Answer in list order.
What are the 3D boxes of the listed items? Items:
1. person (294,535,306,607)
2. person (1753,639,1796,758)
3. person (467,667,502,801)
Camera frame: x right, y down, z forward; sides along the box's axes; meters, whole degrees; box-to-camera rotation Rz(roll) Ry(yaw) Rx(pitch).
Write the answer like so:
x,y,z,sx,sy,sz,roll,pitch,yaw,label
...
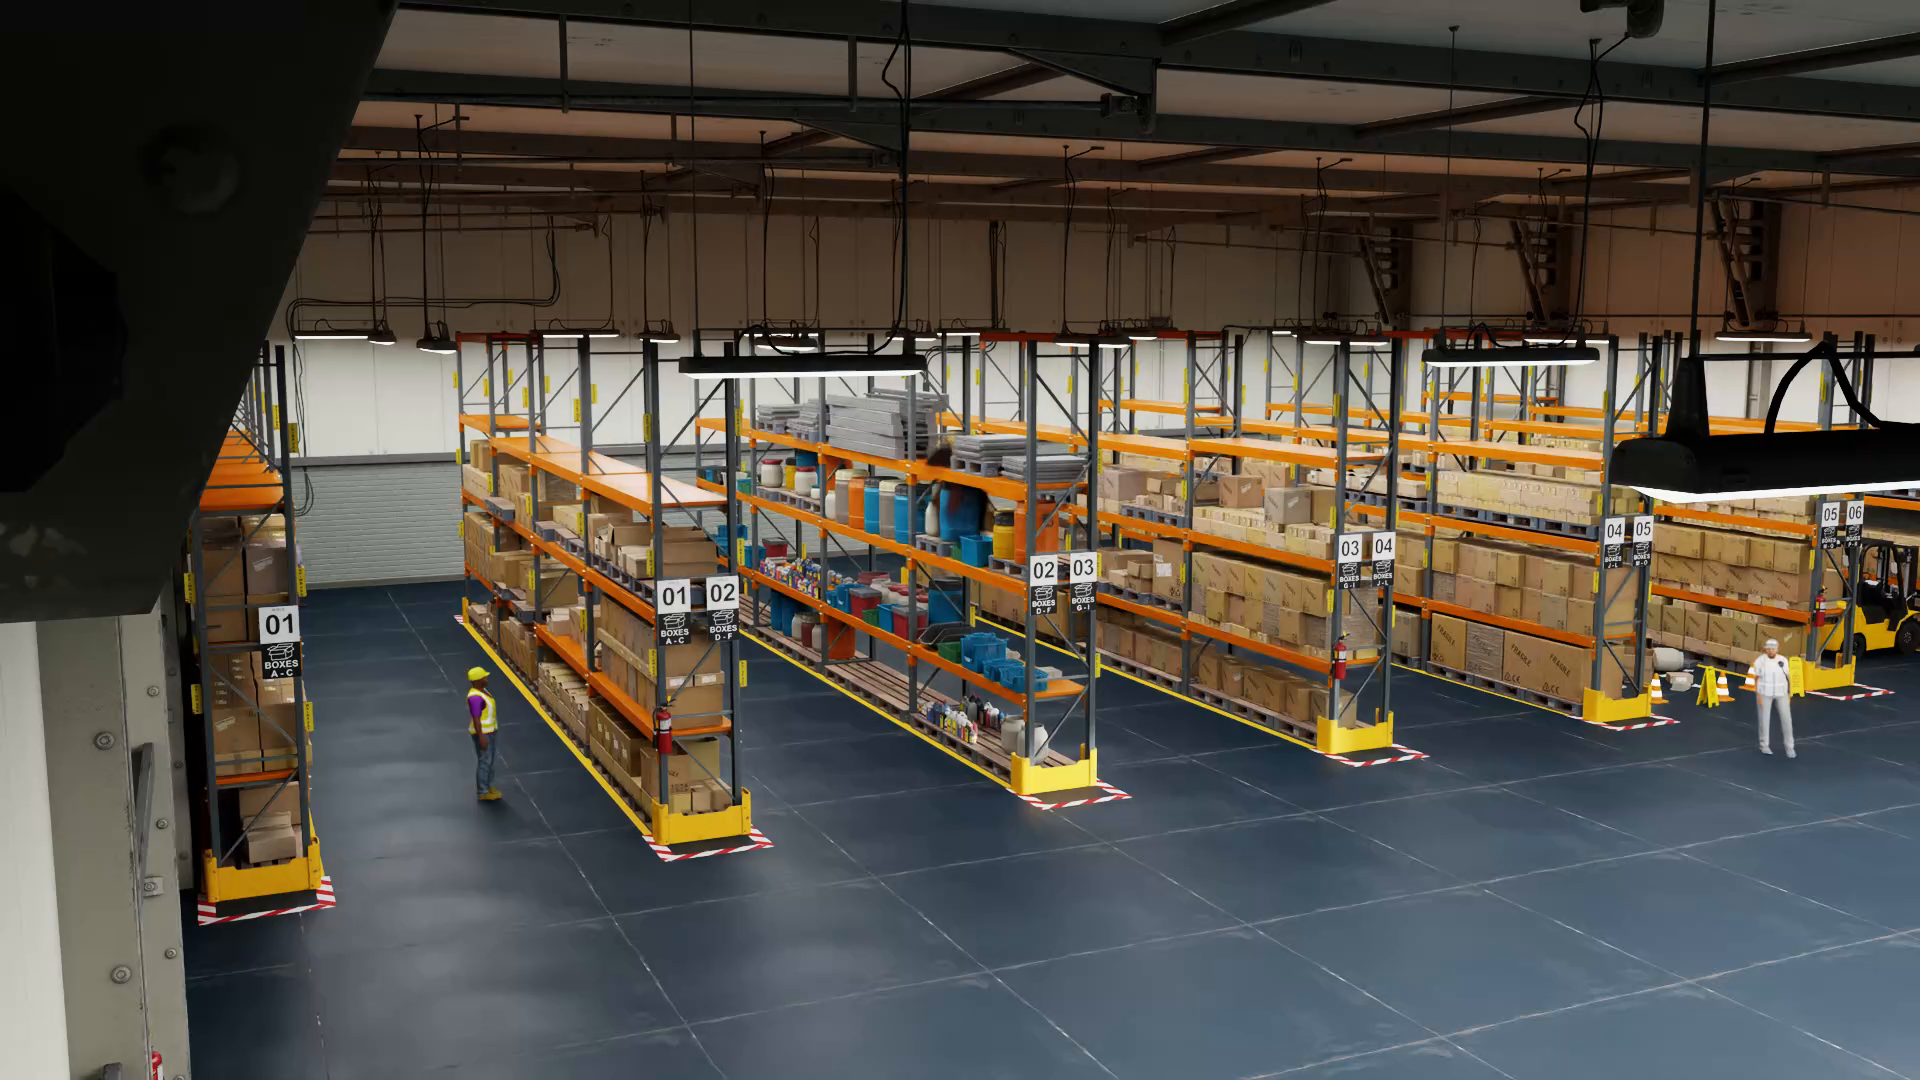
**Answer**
x,y,z,sx,sy,sz,roll,pitch,yaw,label
-14.578,0.647,36.203,0.588,1.618,0.501,1,8,8,person
11.818,2.272,24.096,0.601,1.678,0.455,2,8,16,person
-6.246,2.539,21.858,0.449,1.784,0.636,1,8,8,person
